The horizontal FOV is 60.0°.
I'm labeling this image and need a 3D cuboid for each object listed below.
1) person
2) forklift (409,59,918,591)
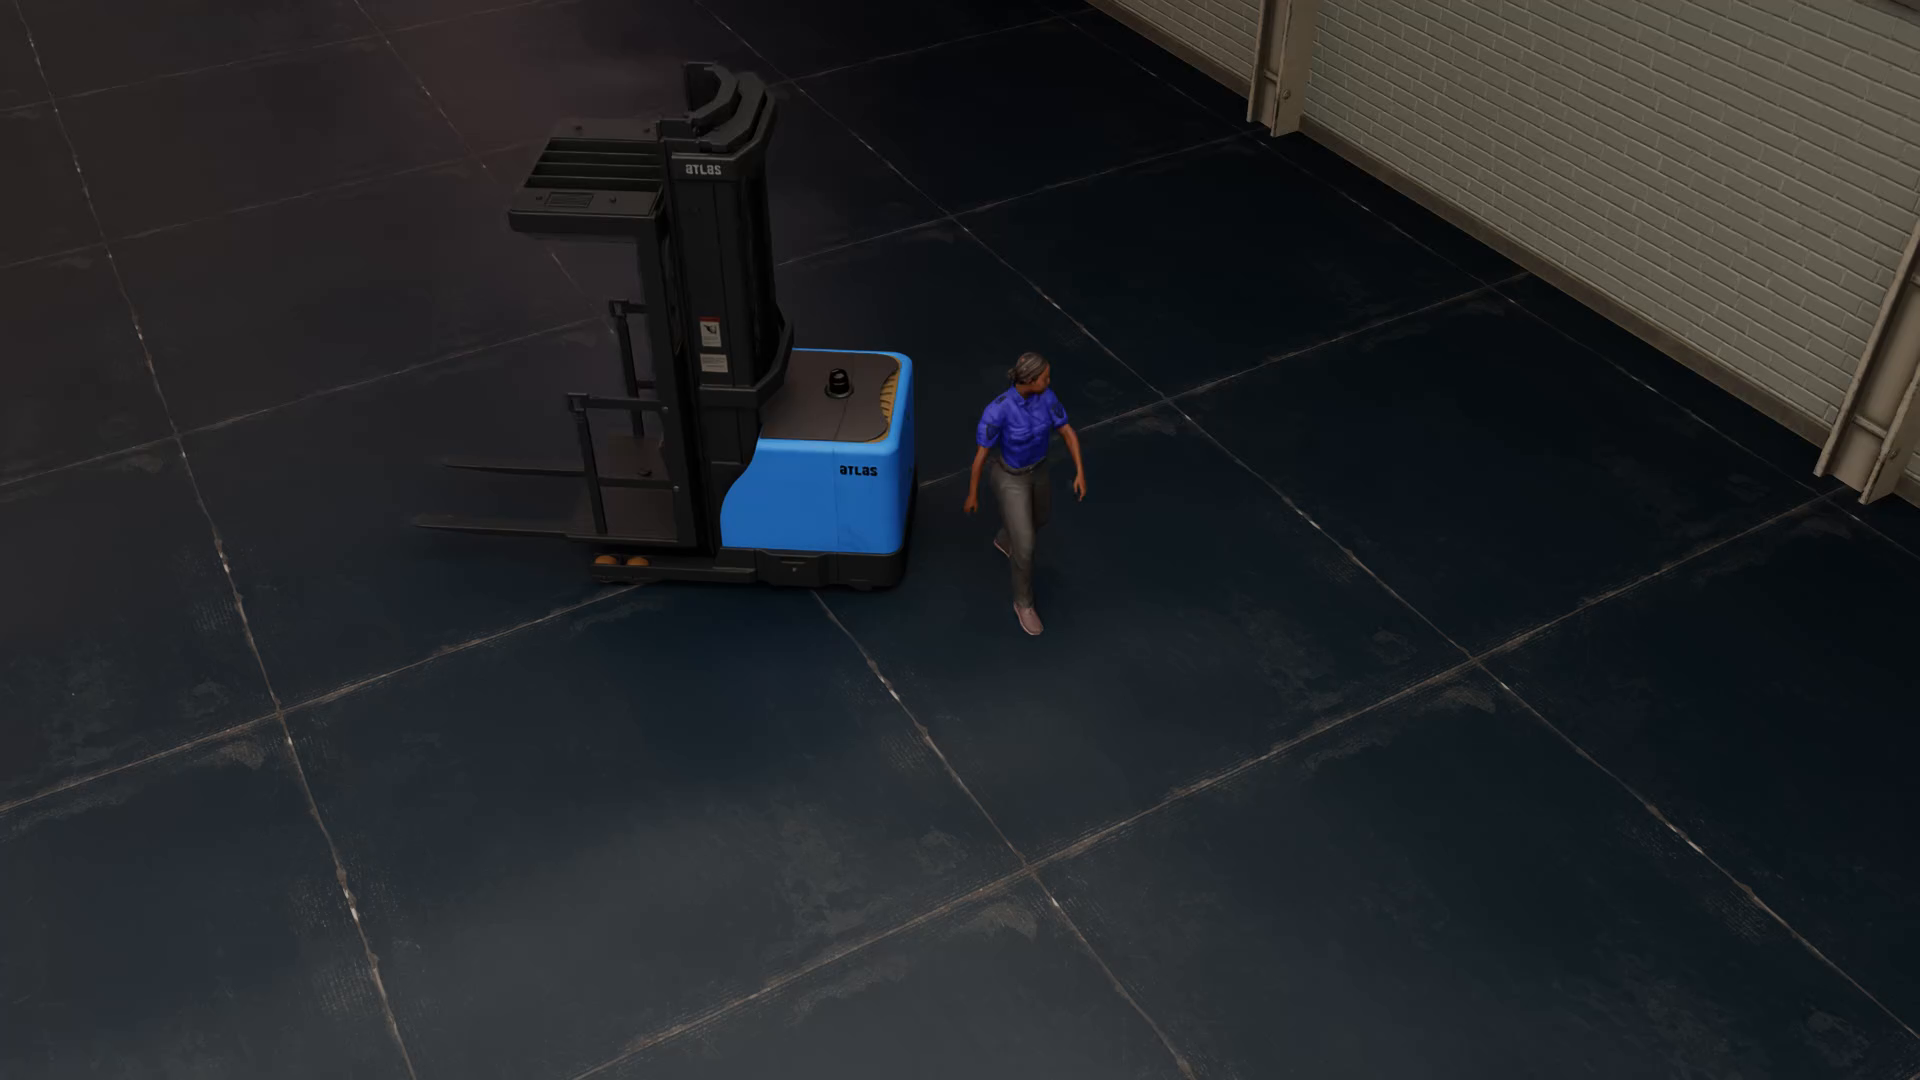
[{"bbox_3d":[0.350,-0.319,9.498,0.663,1.589,0.769,-31,49,-32],"label":"person"},{"bbox_3d":[-1.813,-1.196,9.478,3.031,2.935,1.130,3,40,3],"label":"forklift"}]
